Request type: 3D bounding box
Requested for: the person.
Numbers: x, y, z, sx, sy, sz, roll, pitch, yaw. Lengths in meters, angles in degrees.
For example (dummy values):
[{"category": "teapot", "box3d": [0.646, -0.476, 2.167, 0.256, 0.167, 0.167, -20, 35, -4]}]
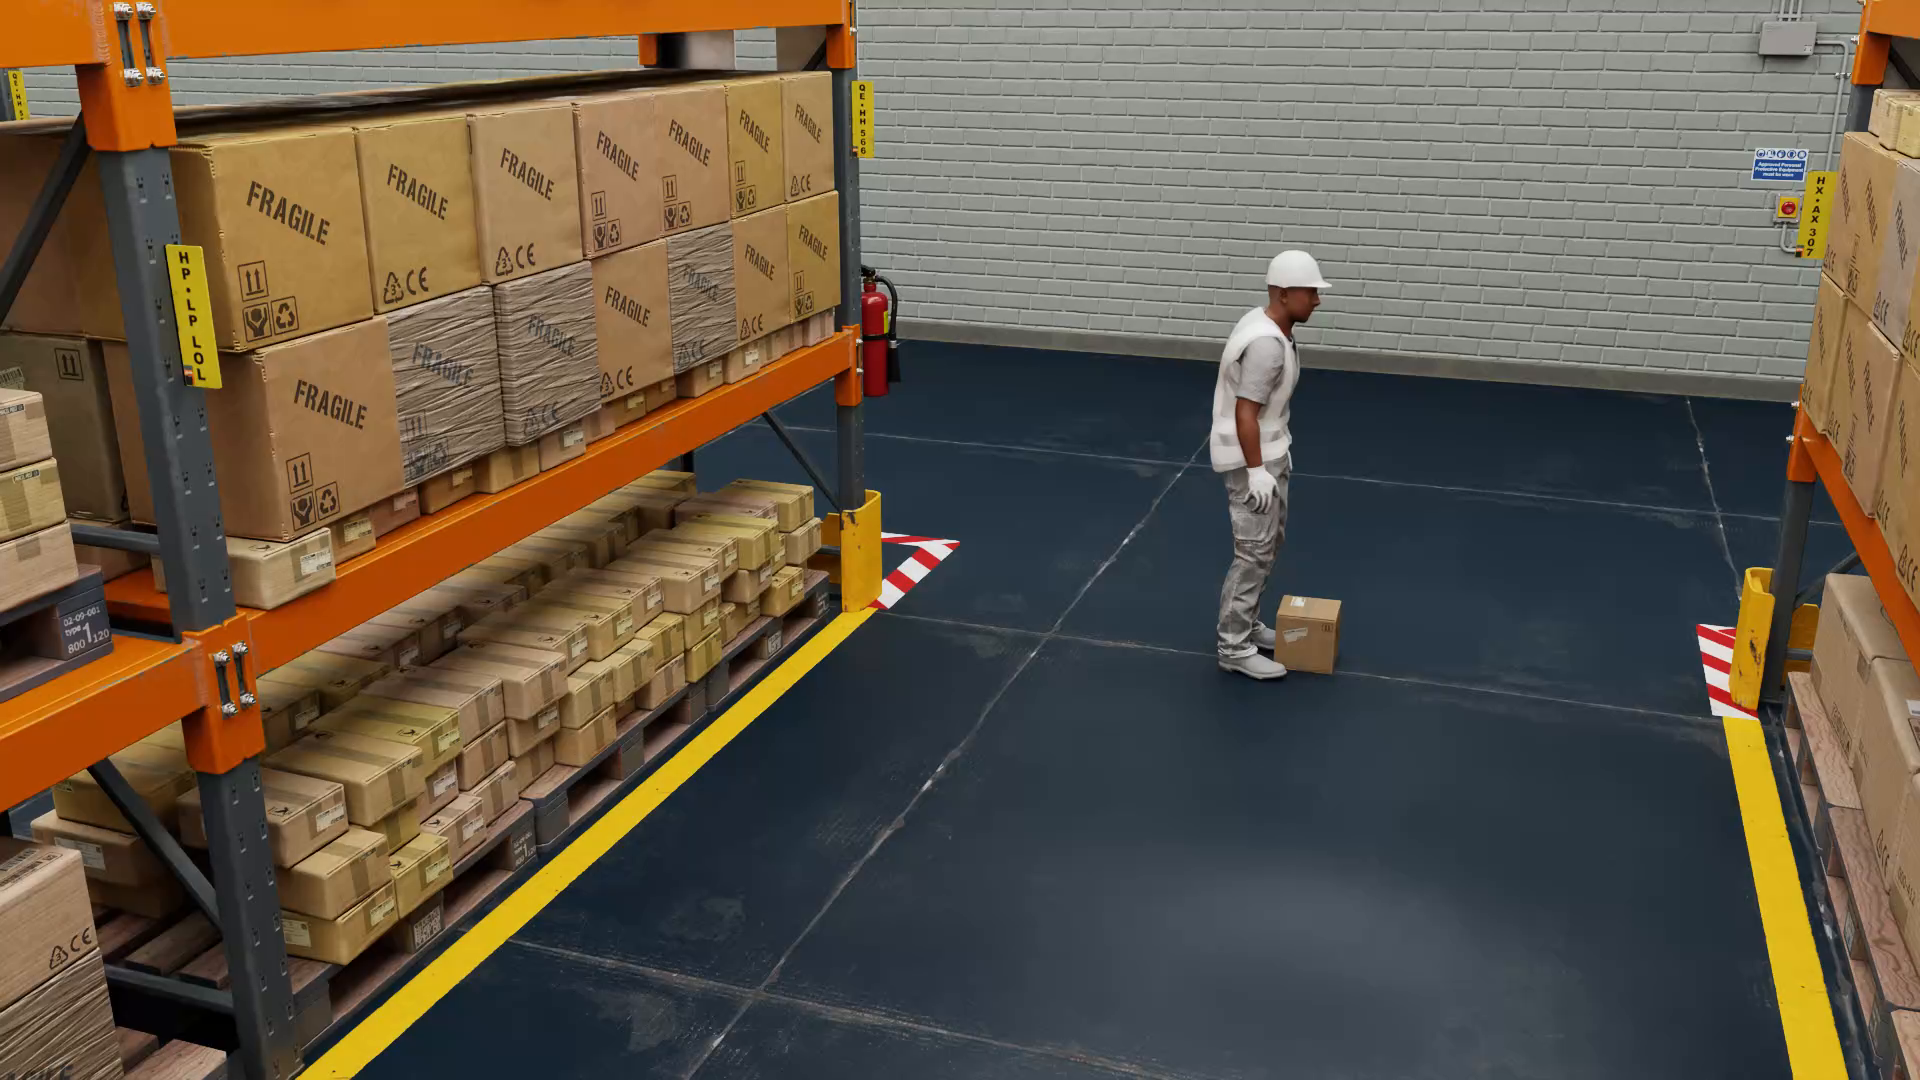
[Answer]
[{"category": "person", "box3d": [1.291, -0.332, 7.038, 0.454, 1.774, 0.624, 6, 19, 18]}]
